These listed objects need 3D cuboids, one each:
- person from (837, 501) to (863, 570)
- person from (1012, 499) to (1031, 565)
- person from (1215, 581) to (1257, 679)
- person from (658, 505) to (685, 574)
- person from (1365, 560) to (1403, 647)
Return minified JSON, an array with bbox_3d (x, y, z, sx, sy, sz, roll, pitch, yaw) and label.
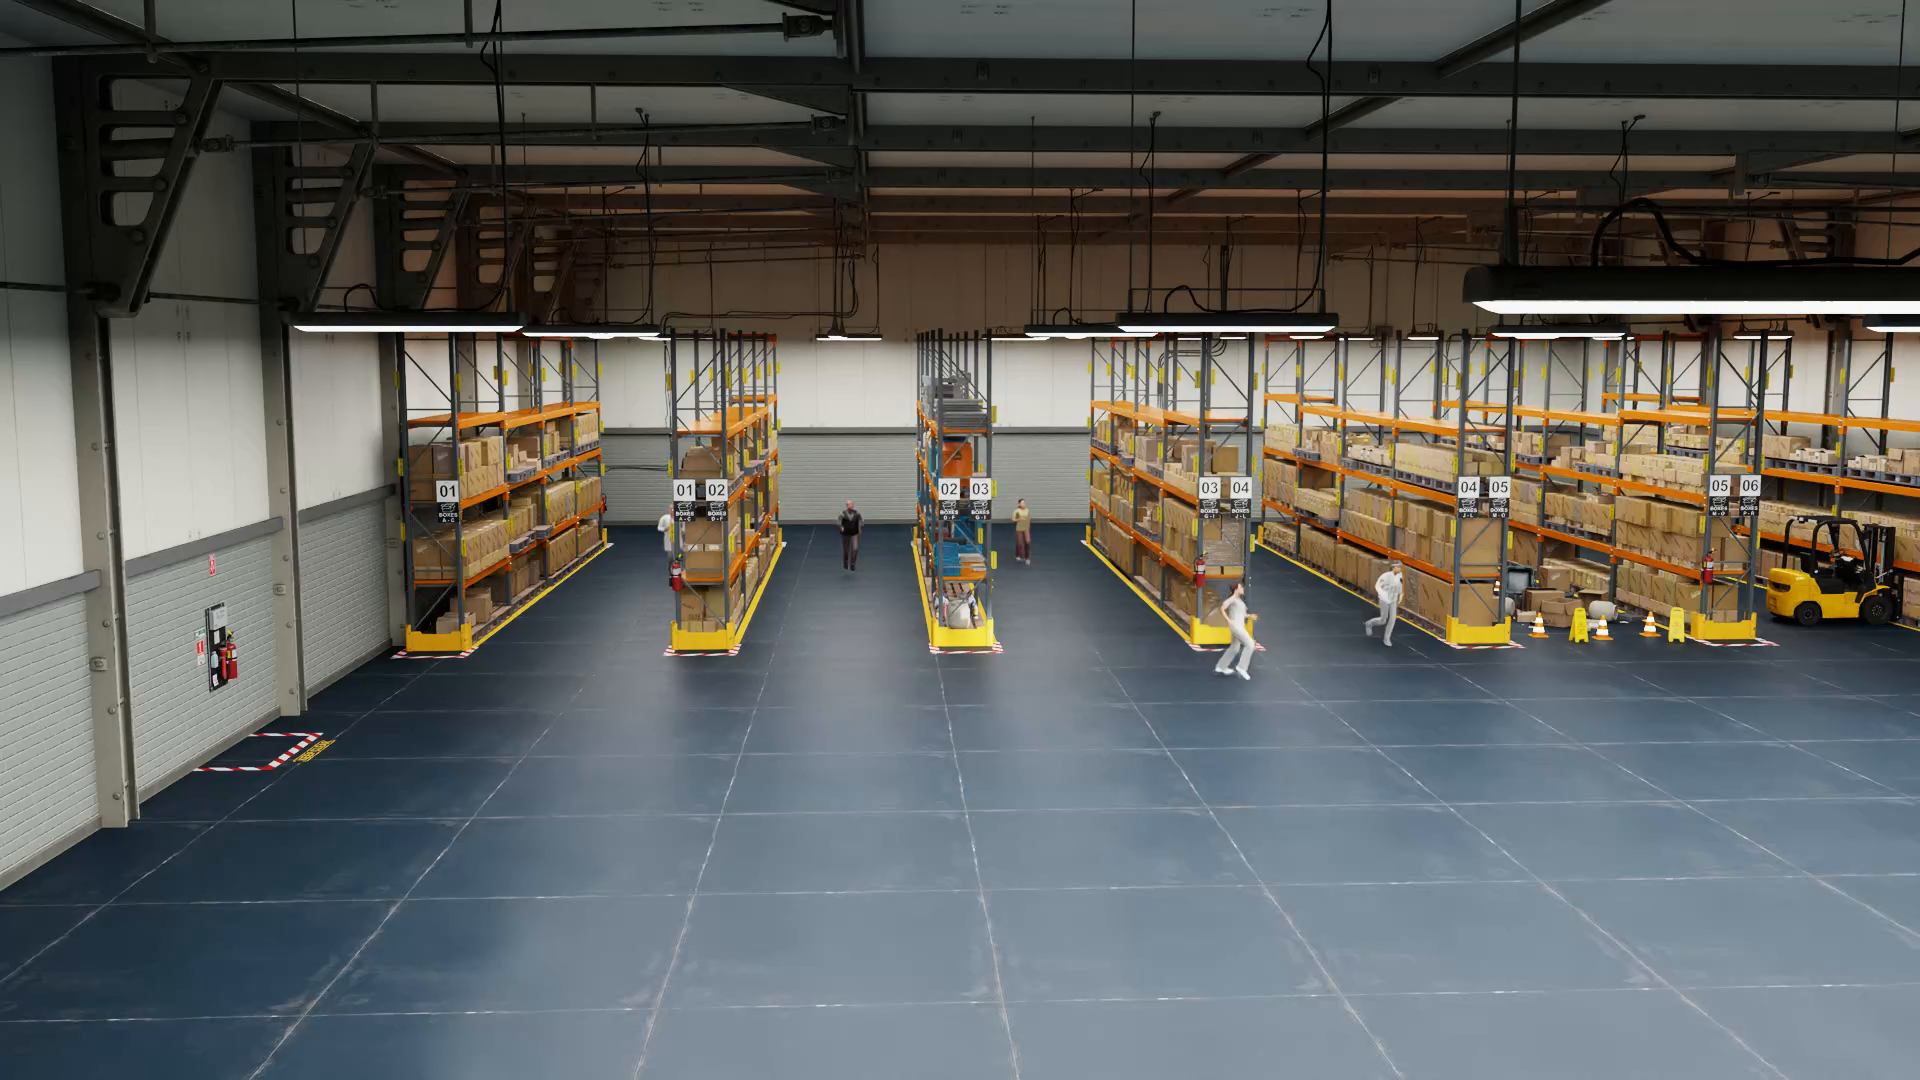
[{"bbox_3d":[-2.666,-0.113,40.327,0.650,1.709,0.822,-1,7,-11],"label":"person"},{"bbox_3d":[1.612,-0.227,43.409,0.567,1.717,0.776,-2,7,-15],"label":"person"},{"bbox_3d":[4.748,1.550,28.600,0.718,1.687,0.570,2,7,19],"label":"person"},{"bbox_3d":[-7.035,0.014,40.708,0.710,1.771,1.034,-1,7,-8],"label":"person"},{"bbox_3d":[8.212,1.166,31.948,0.652,1.641,0.825,-3,8,-26],"label":"person"}]
